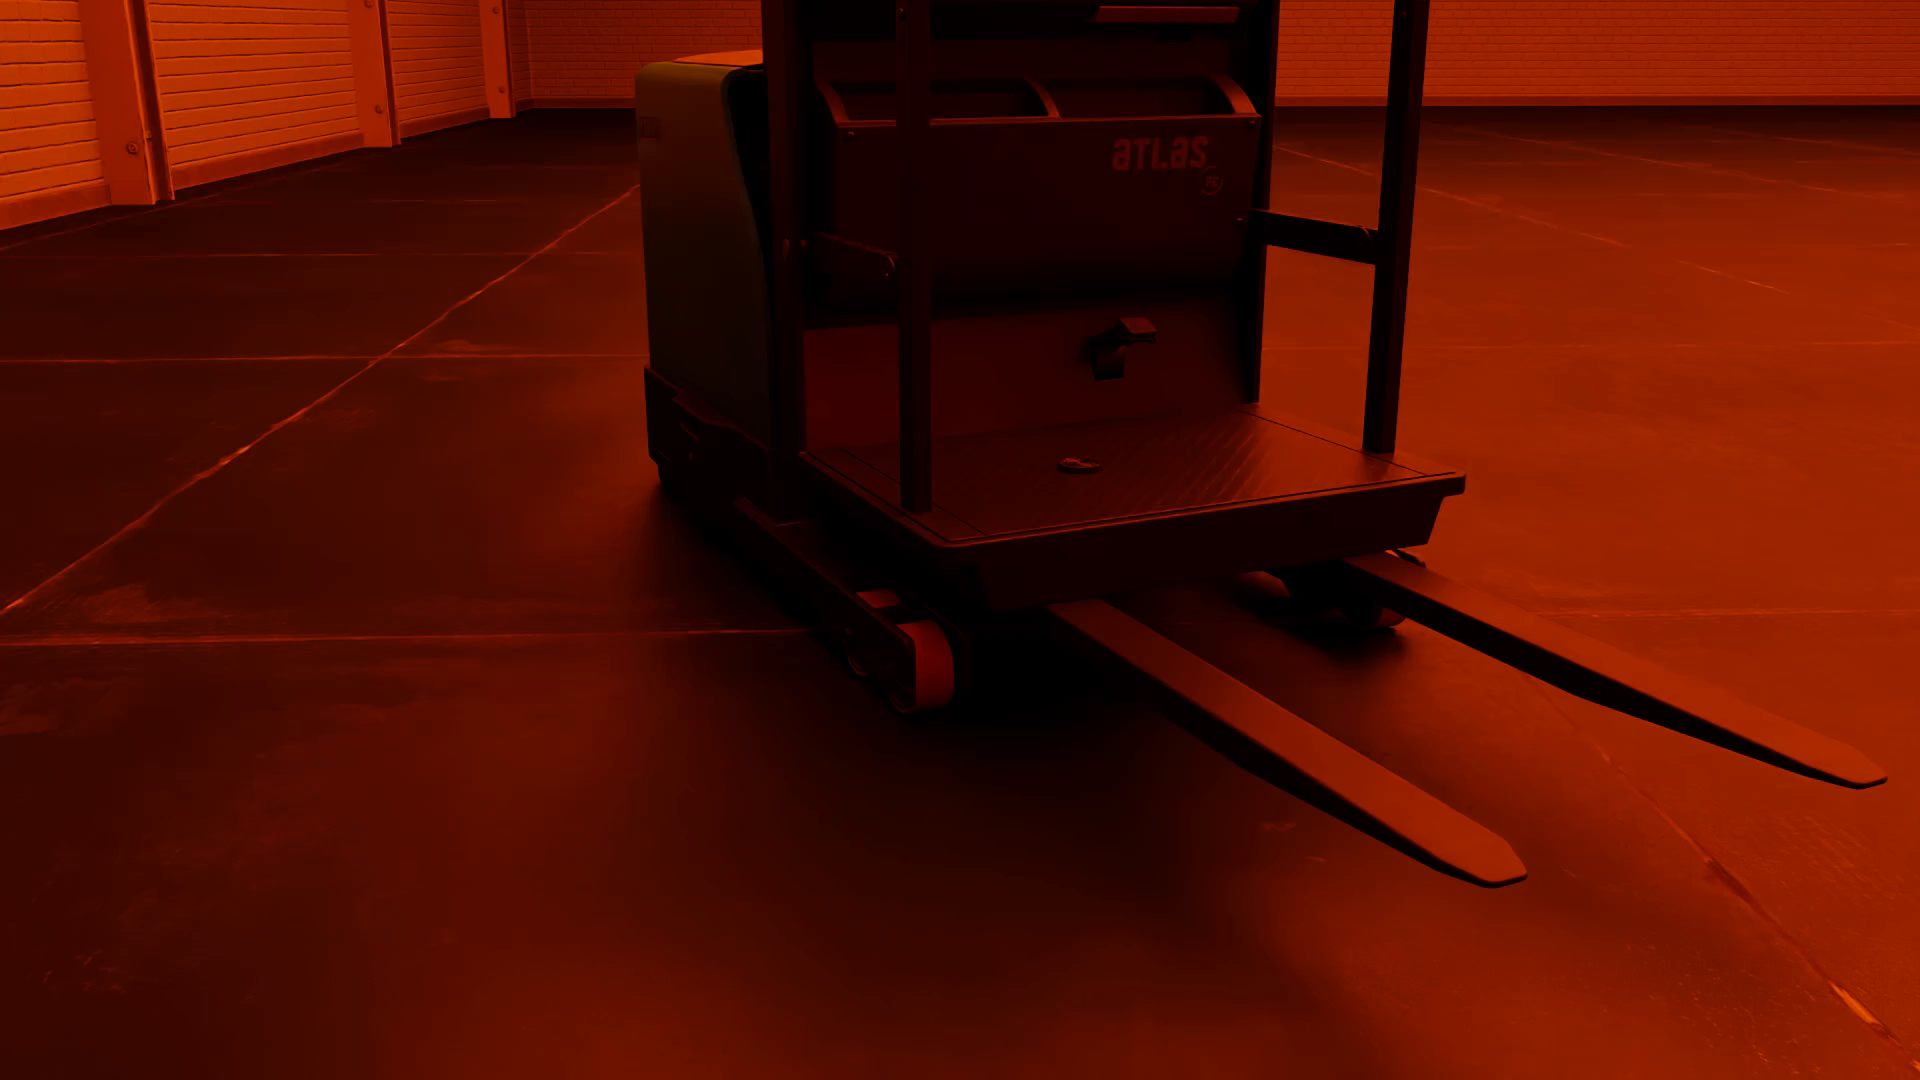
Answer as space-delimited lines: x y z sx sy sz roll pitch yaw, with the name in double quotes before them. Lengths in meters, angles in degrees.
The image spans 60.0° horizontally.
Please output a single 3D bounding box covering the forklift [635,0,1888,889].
"forklift" 0.258 -1.240 2.962 1.130 2.935 3.031 -8 19 -24
